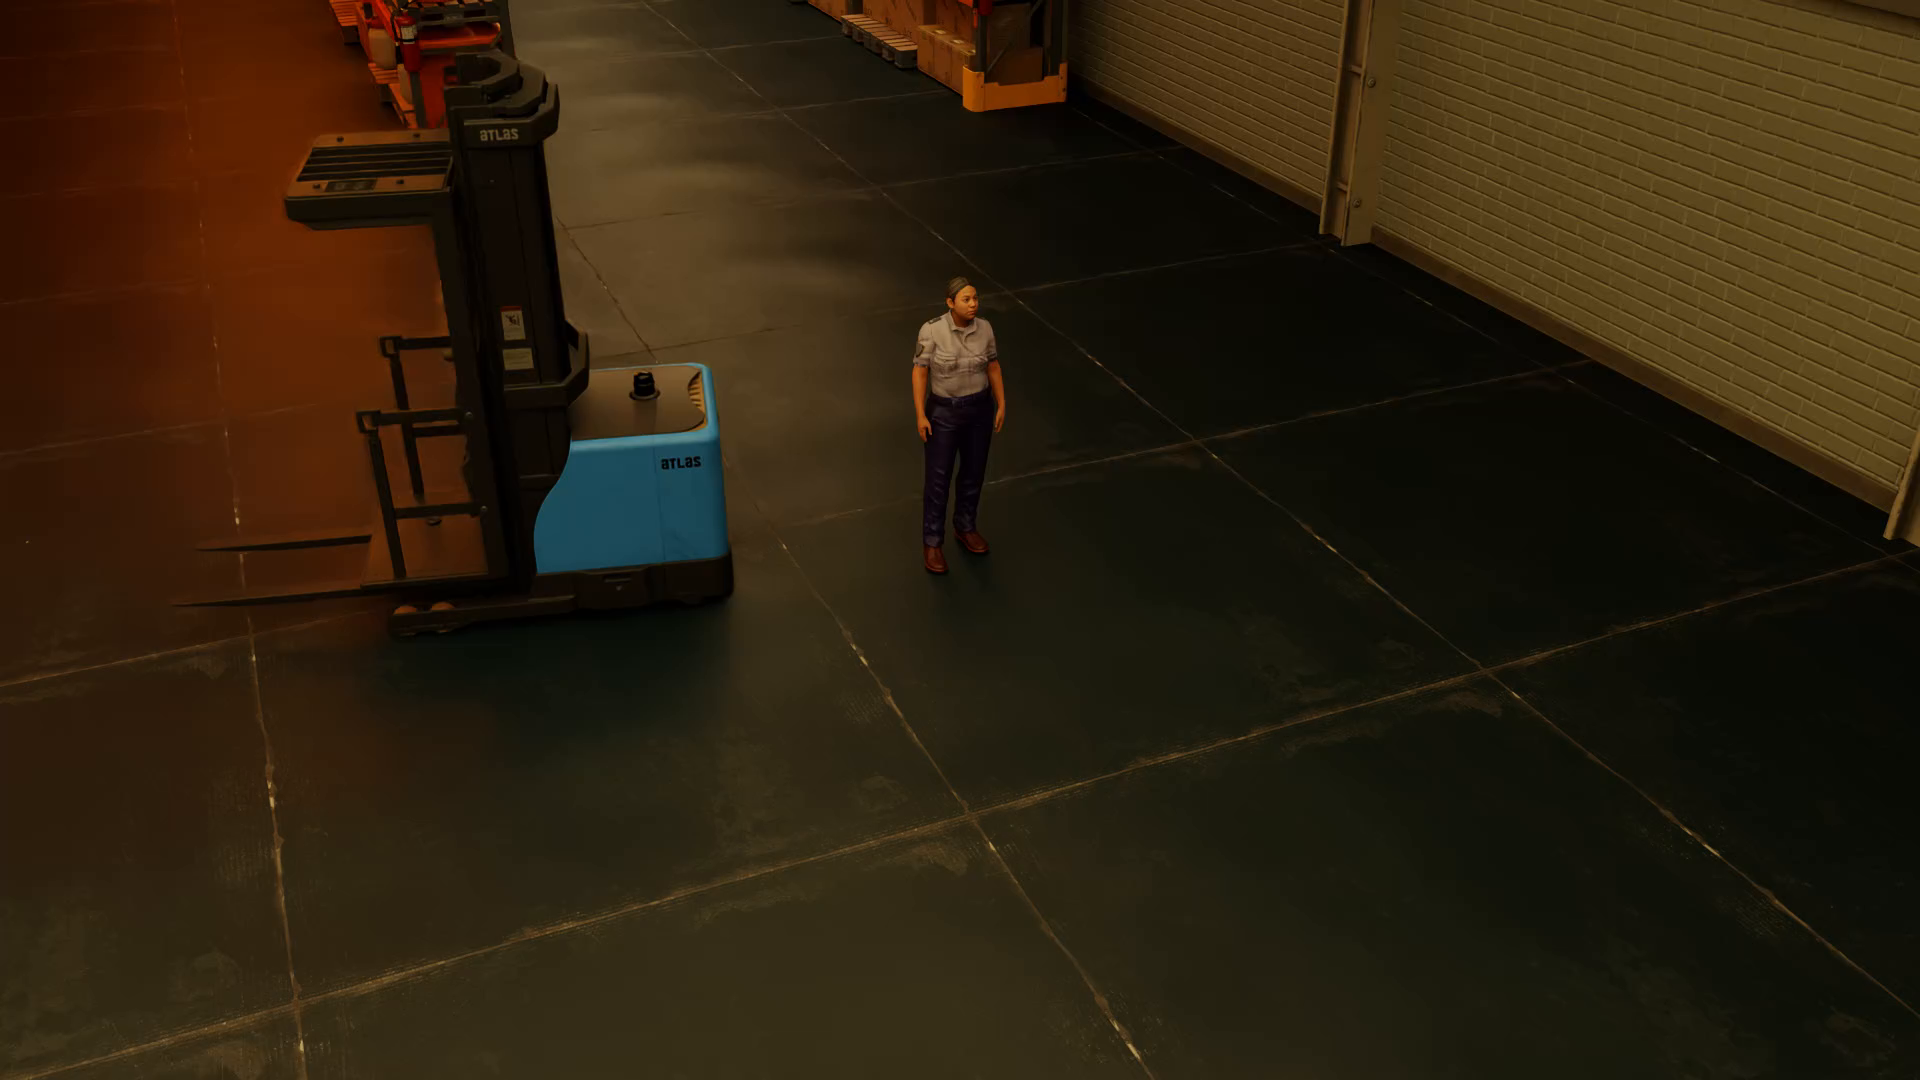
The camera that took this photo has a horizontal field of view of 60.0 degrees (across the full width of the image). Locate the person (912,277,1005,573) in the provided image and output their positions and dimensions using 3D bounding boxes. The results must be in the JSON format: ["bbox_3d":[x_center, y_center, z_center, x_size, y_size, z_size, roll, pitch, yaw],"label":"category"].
[{"bbox_3d":[0.015,-0.673,9.583,0.599,1.642,0.503,-12,32,-20],"label":"person"}]

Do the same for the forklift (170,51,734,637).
[{"bbox_3d":[-2.854,-1.026,8.914,3.031,2.935,1.130,-5,30,-9],"label":"forklift"}]
